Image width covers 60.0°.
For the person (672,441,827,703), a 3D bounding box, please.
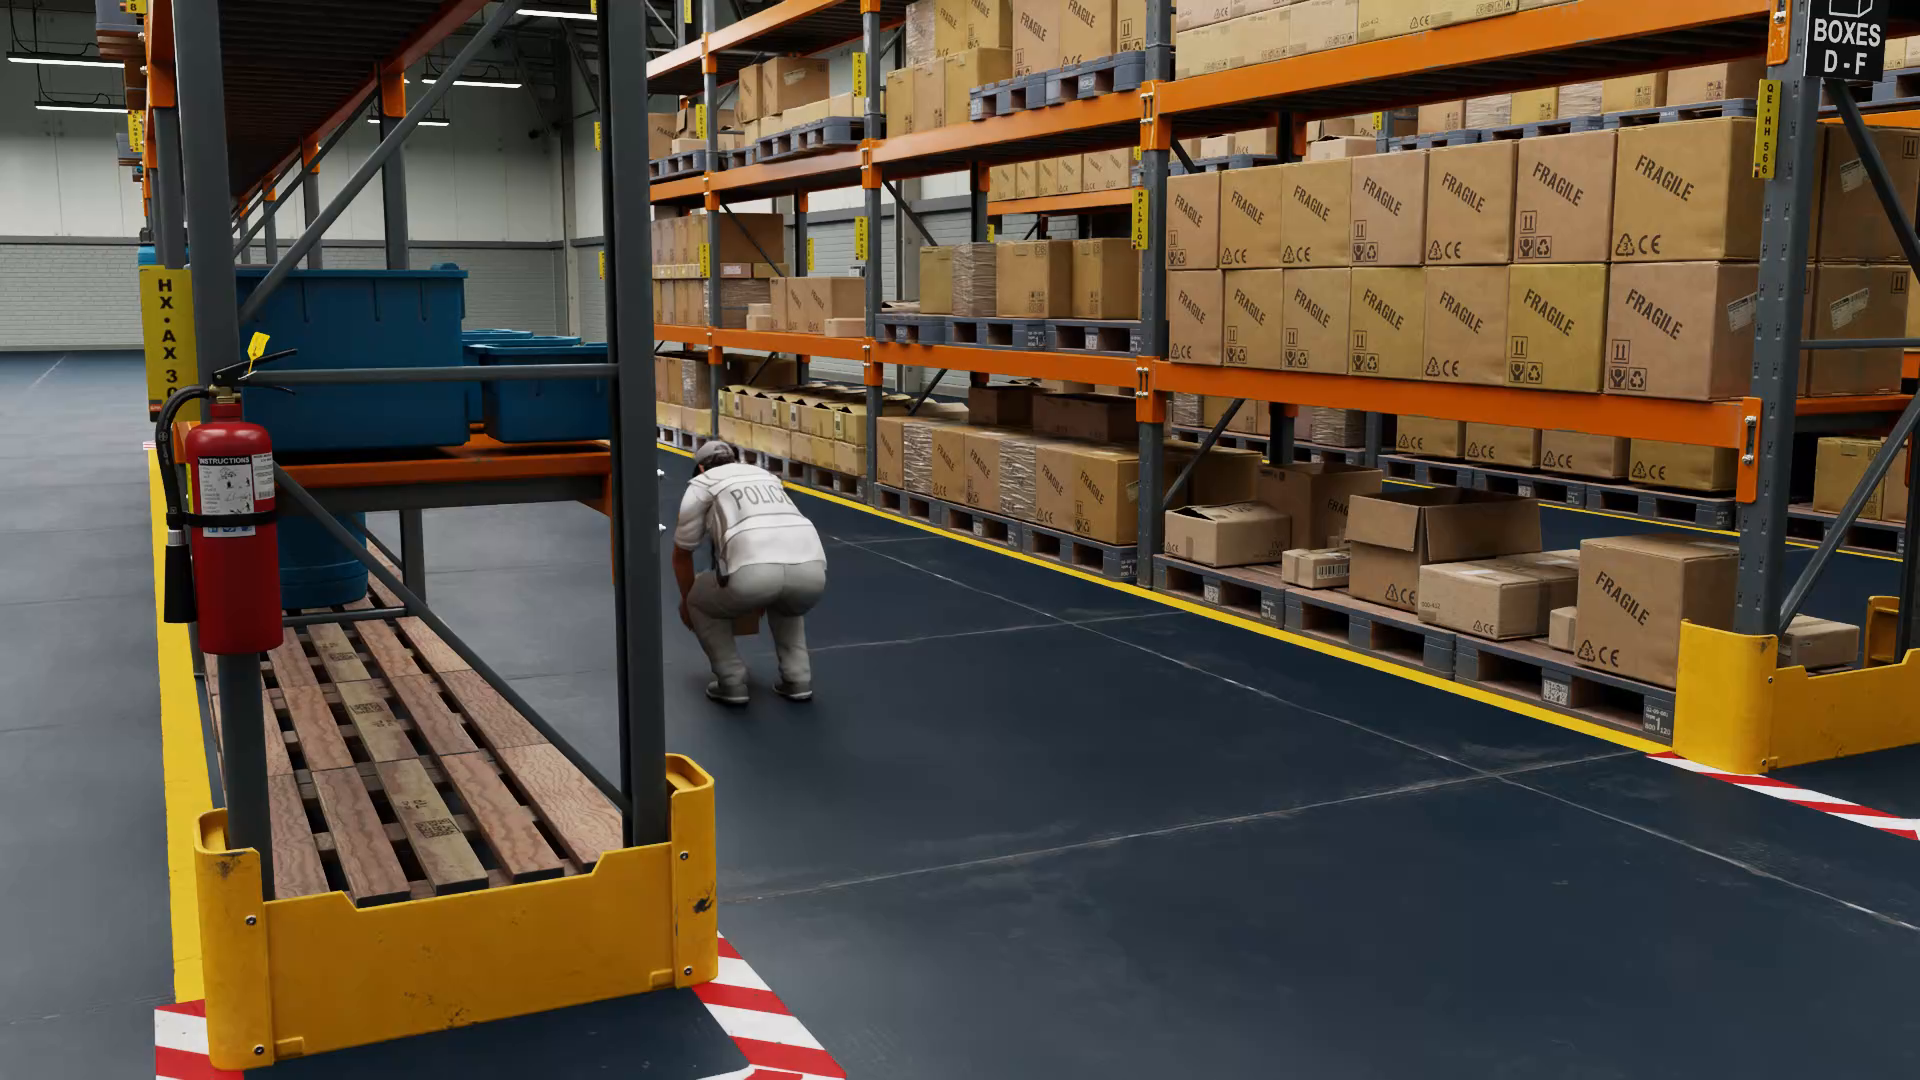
[{"bbox_3d":[-0.895,0.136,6.978,0.532,1.061,0.832,-4,10,-26],"label":"person"}]
